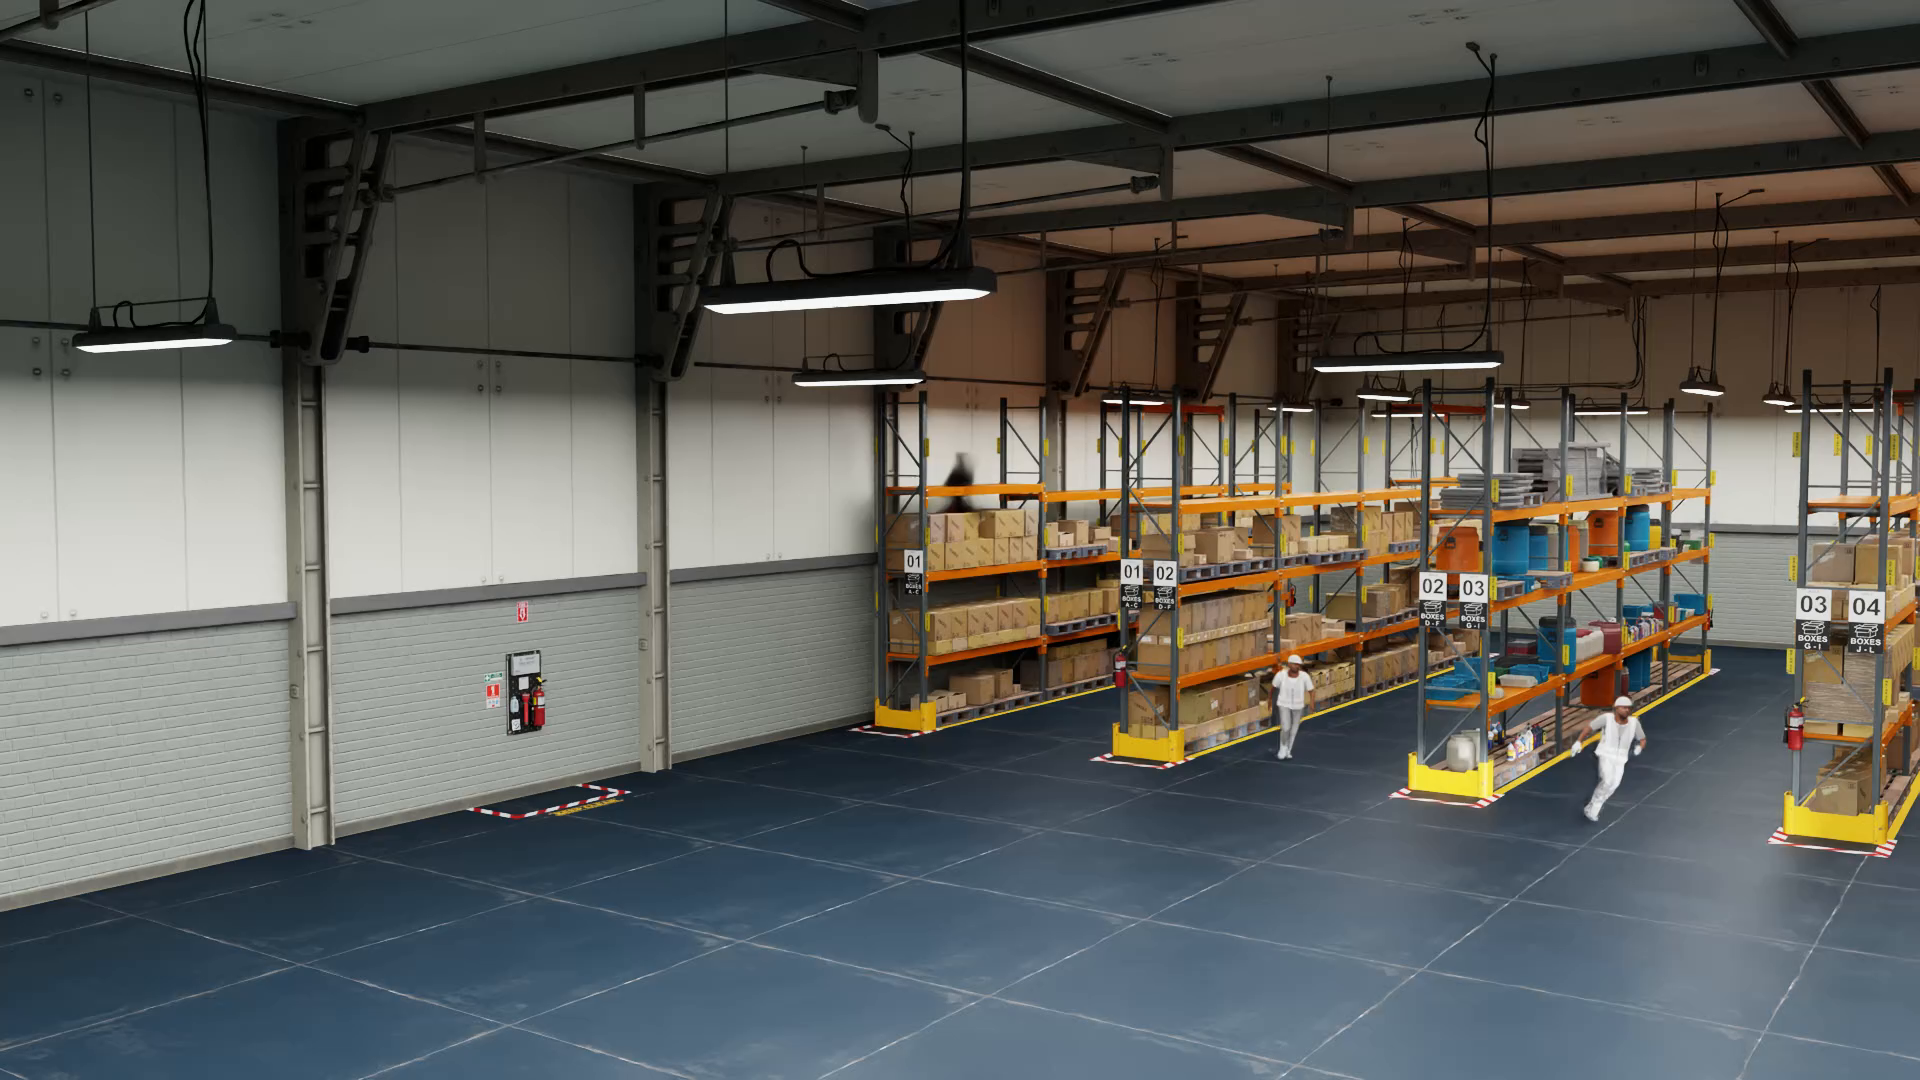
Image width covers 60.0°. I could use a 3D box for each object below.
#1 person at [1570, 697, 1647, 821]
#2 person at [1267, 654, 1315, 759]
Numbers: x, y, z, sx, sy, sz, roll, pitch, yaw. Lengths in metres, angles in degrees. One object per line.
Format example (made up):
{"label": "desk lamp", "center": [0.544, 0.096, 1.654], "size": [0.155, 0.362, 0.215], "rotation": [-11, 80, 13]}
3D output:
{"label": "person", "center": [8.749, 2.934, 22.265], "size": [0.861, 1.689, 0.726], "rotation": [0, 3, -8]}
{"label": "person", "center": [5.294, 2.663, 26.423], "size": [0.661, 1.698, 0.820], "rotation": [0, 3, -3]}
